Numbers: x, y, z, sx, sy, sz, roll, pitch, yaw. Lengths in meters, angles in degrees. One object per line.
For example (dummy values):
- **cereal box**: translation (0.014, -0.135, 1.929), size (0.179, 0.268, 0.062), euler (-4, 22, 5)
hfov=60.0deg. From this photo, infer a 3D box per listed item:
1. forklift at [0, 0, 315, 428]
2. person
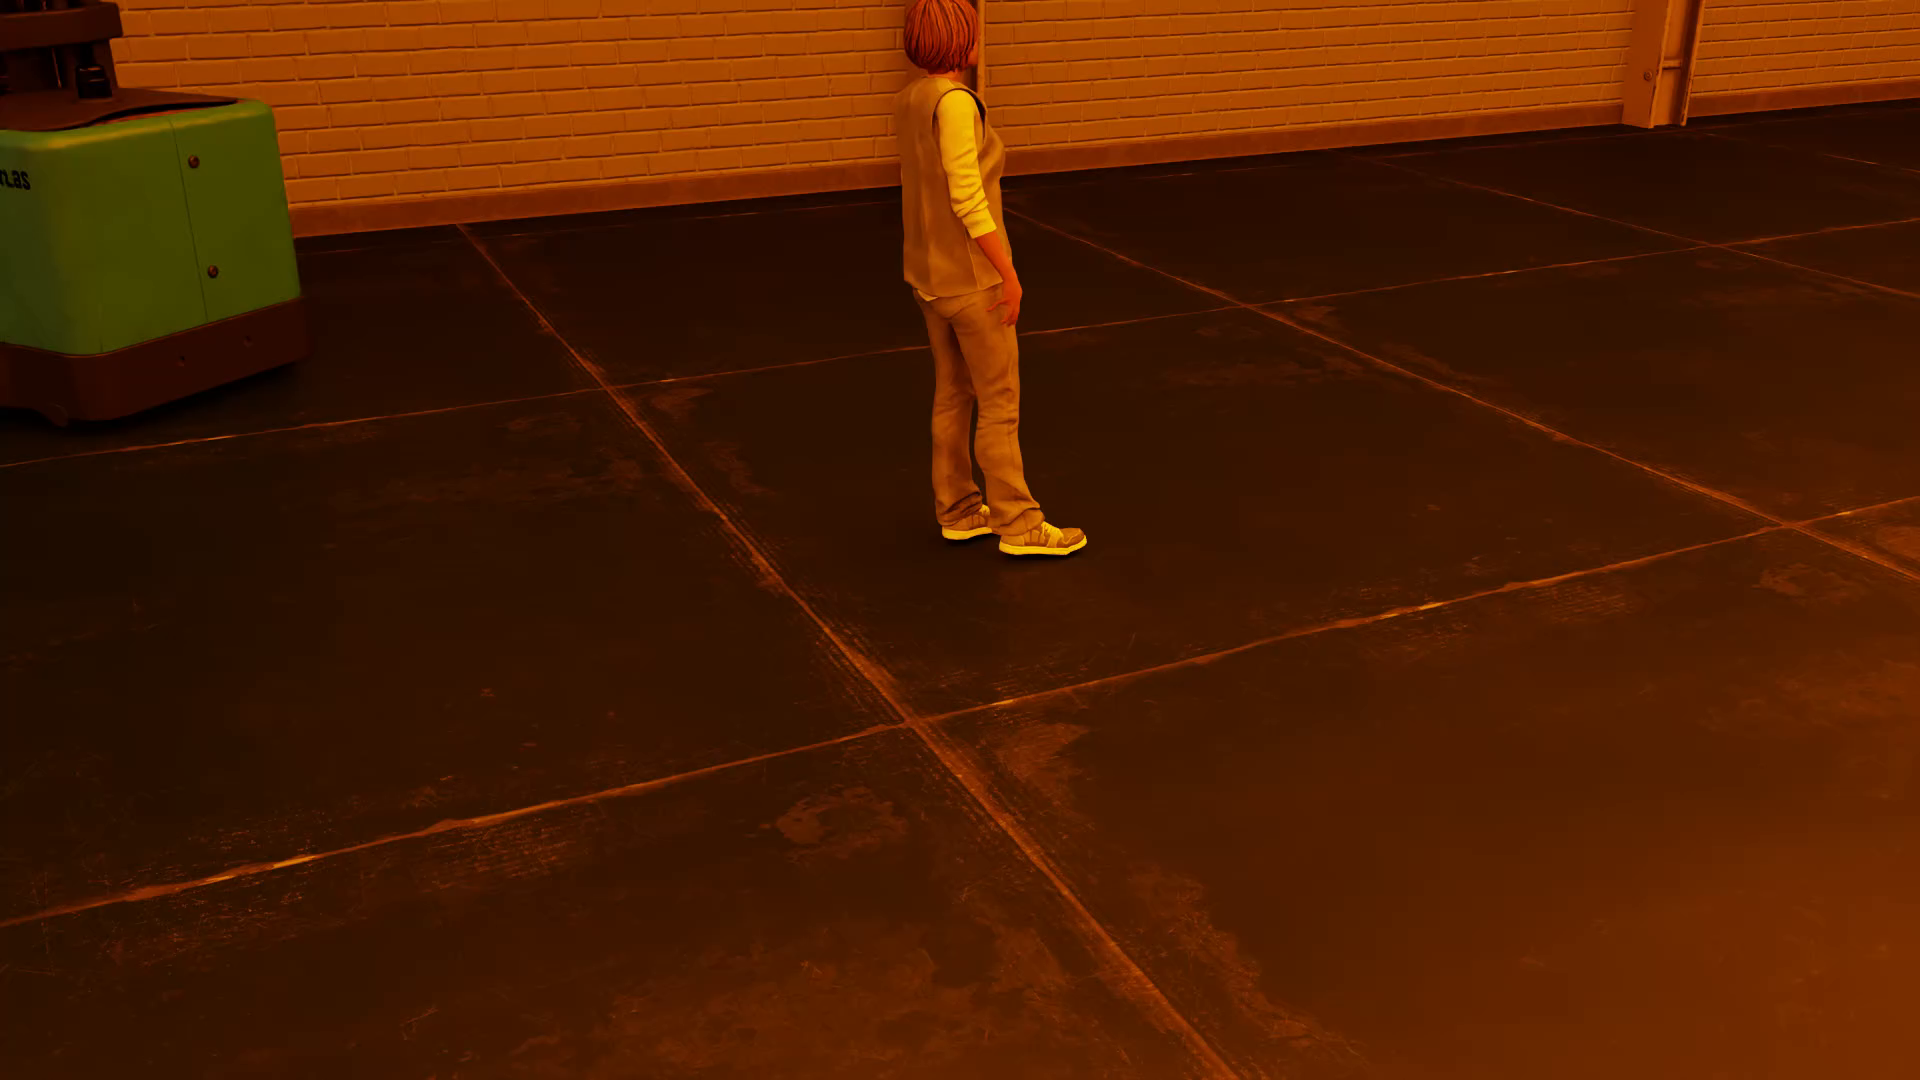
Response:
- **forklift**: translation (-4.168, -2.138, 6.432), size (3.031, 2.935, 1.130), euler (11, 25, 25)
- **person**: translation (0.073, -0.751, 4.816), size (0.473, 1.599, 0.521), euler (-10, 25, -23)
